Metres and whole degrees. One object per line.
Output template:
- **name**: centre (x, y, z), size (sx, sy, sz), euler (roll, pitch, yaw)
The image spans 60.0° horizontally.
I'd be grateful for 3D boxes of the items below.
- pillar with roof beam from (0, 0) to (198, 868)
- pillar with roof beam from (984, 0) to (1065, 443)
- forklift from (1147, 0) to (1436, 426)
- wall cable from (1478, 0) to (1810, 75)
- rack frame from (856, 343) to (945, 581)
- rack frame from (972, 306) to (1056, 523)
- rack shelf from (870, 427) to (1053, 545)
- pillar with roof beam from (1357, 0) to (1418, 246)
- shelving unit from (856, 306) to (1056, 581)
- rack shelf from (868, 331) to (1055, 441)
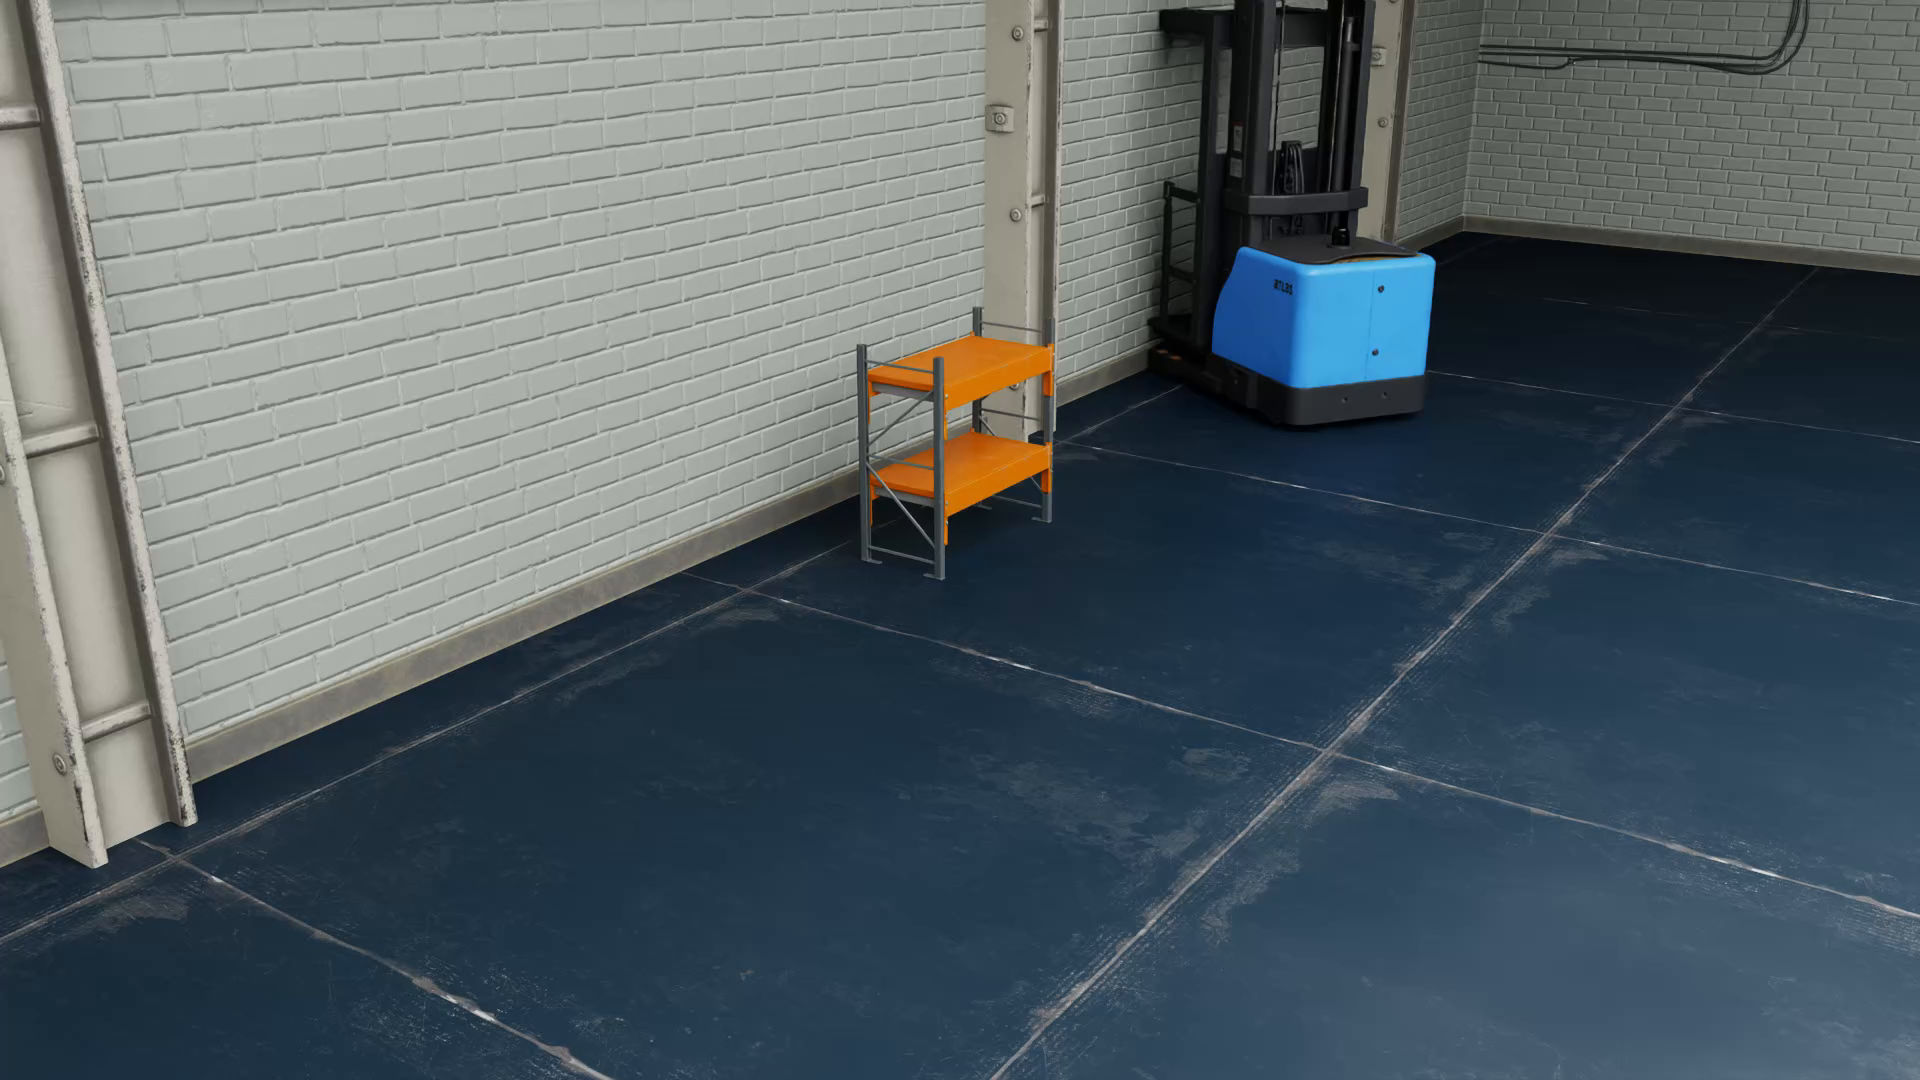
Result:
- **pillar with roof beam**: centre (0.568, -2.338, 2.115), size (9.100, 9.000, 0.400), euler (13, 24, 32)
- **pillar with roof beam**: centre (3.941, -4.060, 6.769), size (9.100, 9.000, 0.400), euler (13, 24, 32)
- **forklift**: centre (2.019, -2.574, 11.499), size (1.130, 2.935, 3.031), euler (-8, 22, -20)
- **wall cable**: centre (6.503, -5.752, 15.819), size (3.097, 2.526, 0.112), euler (13, 24, 32)
- **rack frame**: centre (-0.290, -0.380, 8.170), size (0.500, 1.125, 0.032), euler (13, 24, 32)
- **rack frame**: centre (0.282, -0.671, 8.959), size (0.500, 1.125, 0.032), euler (13, 24, 32)
- **rack shelf**: centre (-0.004, -0.296, 8.649), size (0.538, 0.278, 1.000), euler (13, 24, 32)
- **pillar with roof beam**: centre (7.314, -5.781, 11.423), size (9.100, 9.000, 0.400), euler (13, 24, 32)
- **shelving unit**: centre (-0.004, -0.526, 8.565), size (0.538, 1.125, 1.048), euler (13, 24, 32)
- **rack shelf**: centre (-0.004, -0.800, 8.463), size (0.538, 0.278, 1.000), euler (13, 24, 32)
